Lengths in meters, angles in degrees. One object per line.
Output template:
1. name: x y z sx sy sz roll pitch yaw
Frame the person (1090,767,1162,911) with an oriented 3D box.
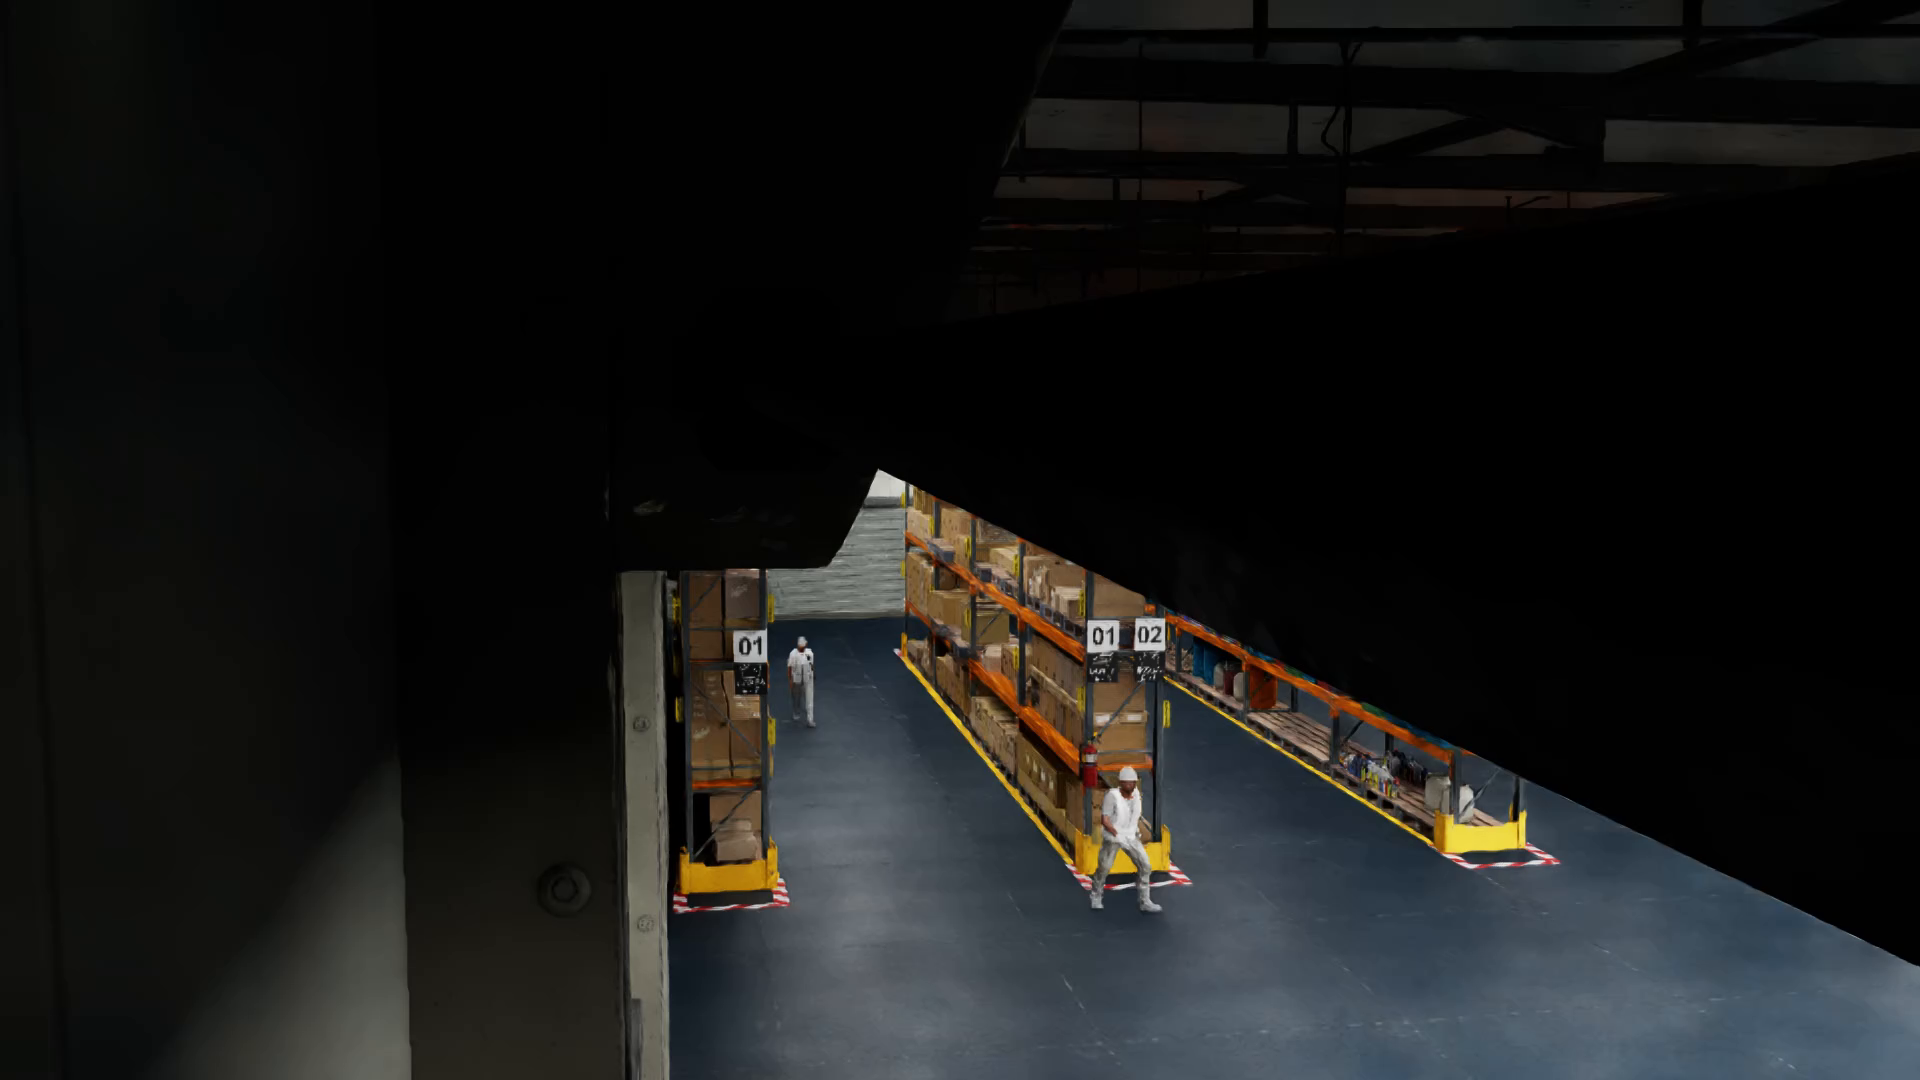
1. person: 1.881 3.461 19.339 0.687 1.721 0.777 -4 7 -31

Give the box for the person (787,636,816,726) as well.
1. person: -2.811 2.472 29.514 0.497 1.583 1.090 -1 6 -7
